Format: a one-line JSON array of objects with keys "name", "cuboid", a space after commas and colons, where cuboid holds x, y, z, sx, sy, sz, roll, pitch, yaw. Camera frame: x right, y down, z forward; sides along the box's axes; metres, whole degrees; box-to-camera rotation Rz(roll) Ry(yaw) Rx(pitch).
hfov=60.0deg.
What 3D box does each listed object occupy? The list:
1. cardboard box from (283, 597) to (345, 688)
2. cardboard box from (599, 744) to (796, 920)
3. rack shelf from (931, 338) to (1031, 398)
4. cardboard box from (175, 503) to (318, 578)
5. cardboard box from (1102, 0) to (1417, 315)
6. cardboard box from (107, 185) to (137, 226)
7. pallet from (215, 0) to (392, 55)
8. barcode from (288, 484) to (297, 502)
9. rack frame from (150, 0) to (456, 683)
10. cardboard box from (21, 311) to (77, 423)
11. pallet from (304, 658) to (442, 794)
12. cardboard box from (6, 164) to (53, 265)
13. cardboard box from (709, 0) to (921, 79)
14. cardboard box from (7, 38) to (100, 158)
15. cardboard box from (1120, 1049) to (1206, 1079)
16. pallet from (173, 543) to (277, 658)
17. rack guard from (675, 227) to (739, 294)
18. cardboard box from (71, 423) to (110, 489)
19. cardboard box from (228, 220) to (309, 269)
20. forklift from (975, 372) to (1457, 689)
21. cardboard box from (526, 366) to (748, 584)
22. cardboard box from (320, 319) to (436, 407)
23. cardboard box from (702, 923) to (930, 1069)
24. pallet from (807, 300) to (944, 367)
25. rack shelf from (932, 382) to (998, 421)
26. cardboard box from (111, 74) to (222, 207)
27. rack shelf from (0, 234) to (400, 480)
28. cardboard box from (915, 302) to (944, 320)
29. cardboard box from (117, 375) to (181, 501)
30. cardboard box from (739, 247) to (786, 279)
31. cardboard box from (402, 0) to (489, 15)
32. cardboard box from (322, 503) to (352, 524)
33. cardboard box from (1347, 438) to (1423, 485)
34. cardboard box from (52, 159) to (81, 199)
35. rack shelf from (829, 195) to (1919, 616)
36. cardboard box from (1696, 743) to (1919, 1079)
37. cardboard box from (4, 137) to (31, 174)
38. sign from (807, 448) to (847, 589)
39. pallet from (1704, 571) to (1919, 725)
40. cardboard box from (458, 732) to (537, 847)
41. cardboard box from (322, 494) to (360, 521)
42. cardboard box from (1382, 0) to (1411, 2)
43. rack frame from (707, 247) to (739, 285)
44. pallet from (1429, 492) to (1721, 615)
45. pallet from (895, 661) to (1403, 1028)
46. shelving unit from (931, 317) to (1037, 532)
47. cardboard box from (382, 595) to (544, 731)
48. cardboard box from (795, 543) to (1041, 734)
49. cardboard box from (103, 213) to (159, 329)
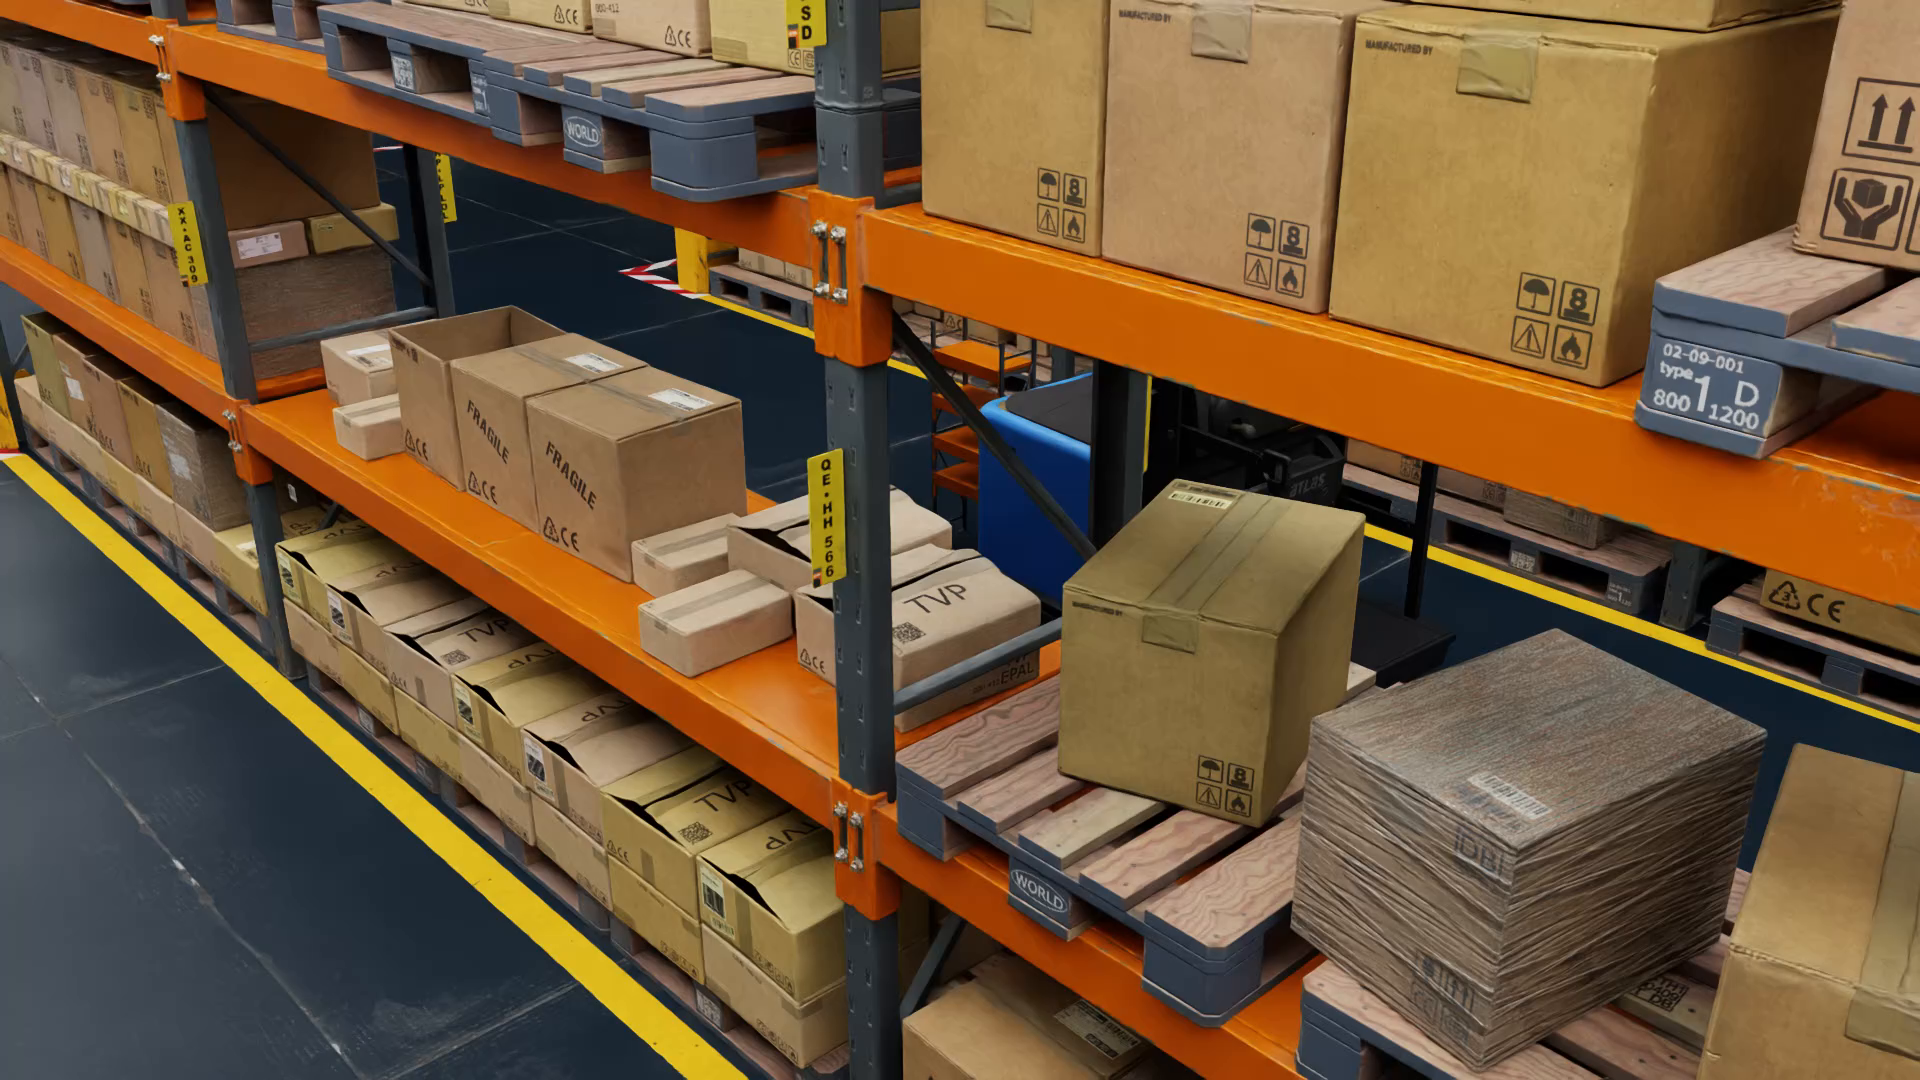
[{"name": "cardboard box", "cuboid": [-2.543, 0.361, 7.153, 0.500, 0.250, 0.500, -22, 33, -40]}, {"name": "cardboard box", "cuboid": [-0.802, 0.880, 5.337, 0.500, 0.311, 0.500, -22, 32, -39]}, {"name": "rack shelf", "cuboid": [0.113, -0.853, 8.228, 0.258, 0.148, 0.480, -21, 32, -38]}, {"name": "cardboard box", "cuboid": [-3.449, -0.065, 8.085, 0.500, 0.250, 0.500, -21, 32, -38]}, {"name": "cardboard box", "cuboid": [0.768, -0.813, 3.184, 0.910, 0.500, 0.500, -21, 32, -38]}, {"name": "cardboard box", "cuboid": [-3.674, -1.563, 7.660, 0.380, 0.149, 0.250, -21, 32, -39]}, {"name": "pallet", "cuboid": [-2.025, -1.906, 5.930, 1.217, 0.209, 0.805, 22, 33, 40]}, {"name": "barcode", "cuboid": [-2.767, -0.196, 6.891, 0.001, 0.075, 0.075, -21, 32, -38]}, {"name": "rack frame", "cuboid": [-2.638, -0.892, 7.091, 1.000, 3.000, 0.127, -21, 32, -38]}, {"name": "cardboard box", "cuboid": [-4.824, -1.008, 9.250, 0.500, 0.500, 0.500, -21, 32, -38]}, {"name": "pallet", "cuboid": [-2.106, 0.589, 7.205, 1.003, 0.211, 1.213, -21, 32, -38]}, {"name": "cardboard box", "cuboid": [-4.700, -1.846, 9.063, 0.700, 0.500, 0.500, -20, 31, -37]}, {"name": "cardboard box", "cuboid": [-0.255, -1.289, 4.022, 0.500, 0.250, 0.500, 21, 32, 38]}, {"name": "cardboard box", "cuboid": [-4.317, -2.268, 8.424, 0.700, 0.500, 0.500, -21, 32, -38]}, {"name": "cardboard box", "cuboid": [0.561, 1.633, 4.038, 0.500, 0.500, 0.500, 22, 33, 40]}, {"name": "pallet", "cuboid": [-3.151, 0.124, 8.224, 1.003, 0.211, 1.213, -21, 32, -38]}, {"name": "rack guard", "cuboid": [-1.706, -2.350, 13.299, 1.175, 0.500, 0.348, -21, 32, -38]}, {"name": "cardboard box", "cuboid": [-4.482, -0.516, 9.074, 0.500, 0.250, 0.500, -21, 32, -38]}, {"name": "cardboard box", "cuboid": [-2.980, -1.254, 6.983, 0.380, 0.149, 0.250, -21, 32, -38]}, {"name": "forklift", "cuboid": [1.392, -0.630, 6.601, 1.130, 2.935, 3.031, -19, 31, -35]}, {"name": "cardboard box", "cuboid": [-1.063, -0.229, 5.518, 0.500, 0.500, 0.500, 22, 32, 39]}, {"name": "cardboard box", "cuboid": [-2.269, -0.687, 6.822, 0.500, 0.250, 0.500, -19, 31, -35]}, {"name": "cardboard box", "cuboid": [-0.441, 1.290, 5.116, 0.500, 0.250, 0.500, -20, 31, -37]}, {"name": "pallet", "cuboid": [-0.347, -1.593, 11.987, 1.003, 0.211, 1.213, -21, 32, -38]}, {"name": "rack shelf", "cuboid": [0.113, -0.638, 8.326, 0.258, 0.148, 0.480, -21, 32, -38]}, {"name": "cardboard box", "cuboid": [-3.292, -1.813, 7.427, 0.700, 0.500, 0.500, -21, 32, -39]}, {"name": "rack shelf", "cuboid": [-4.005, -1.171, 8.569, 1.077, 0.370, 4.000, -21, 32, -38]}, {"name": "cardboard box", "cuboid": [-0.103, -1.692, 11.749, 0.250, 0.149, 0.380, 21, 32, 38]}, {"name": "cardboard box", "cuboid": [-3.792, -0.557, 8.260, 0.500, 0.500, 0.500, -21, 32, -38]}, {"name": "cardboard box", "cuboid": [-1.351, -2.252, 12.782, 0.500, 0.311, 0.500, 19, 31, 36]}, {"name": "cardboard box", "cuboid": [-1.376, -1.783, 5.105, 0.500, 0.250, 0.500, 20, 32, 37]}, {"name": "cardboard box", "cuboid": [-2.733, -0.058, 8.071, 0.500, 0.250, 0.500, -21, 32, -38]}, {"name": "cardboard box", "cuboid": [2.552, -0.684, 9.117, 0.700, 0.500, 0.500, -21, 32, -39]}, {"name": "cardboard box", "cuboid": [-4.211, -1.798, 8.176, 0.380, 0.149, 0.250, -21, 32, -38]}, {"name": "rack shelf", "cuboid": [1.463, -0.111, 2.633, 1.077, 0.370, 4.000, -21, 32, -38]}, {"name": "cardboard box", "cuboid": [1.578, 0.778, 2.805, 0.500, 0.500, 0.700, 15, 28, 29]}, {"name": "cardboard box", "cuboid": [-4.738, -2.032, 8.688, 0.380, 0.149, 0.250, -22, 32, -39]}, {"name": "sign", "cuboid": [-0.307, -0.048, 3.847, 0.100, 0.325, 0.005, -21, 32, -38]}, {"name": "pallet", "cuboid": [4.193, 0.442, 7.526, 1.003, 0.211, 1.213, -21, 32, -38]}, {"name": "cardboard box", "cuboid": [-1.492, 0.826, 6.132, 0.500, 0.250, 0.500, -20, 32, -38]}, {"name": "cardboard box", "cuboid": [-2.726, -0.402, 7.922, 0.500, 0.500, 0.500, -21, 32, -38]}, {"name": "cardboard box", "cuboid": [0.738, -1.257, 2.951, 0.500, 0.500, 0.500, -21, 32, -38]}, {"name": "rack frame", "cuboid": [-1.758, -3.510, 12.830, 1.000, 3.000, 0.127, -21, 32, -38]}, {"name": "pallet", "cuboid": [3.177, -0.055, 8.616, 1.003, 0.211, 1.213, -21, 32, -38]}, {"name": "pallet", "cuboid": [0.611, 0.593, 4.068, 1.213, 0.211, 1.003, -21, 32, -38]}, {"name": "shelving unit", "cuboid": [0.113, -0.496, 8.391, 0.258, 1.200, 0.503, -21, 32, -38]}, {"name": "cardboard box", "cuboid": [-1.844, 0.418, 6.350, 0.500, 0.311, 0.500, 23, 33, 40]}, {"name": "cardboard box", "cuboid": [-0.121, 0.238, 4.722, 0.500, 0.311, 0.500, -19, 31, -35]}, {"name": "cardboard box", "cuboid": [-3.651, -1.381, 8.043, 0.700, 0.500, 0.500, -21, 32, -38]}]
